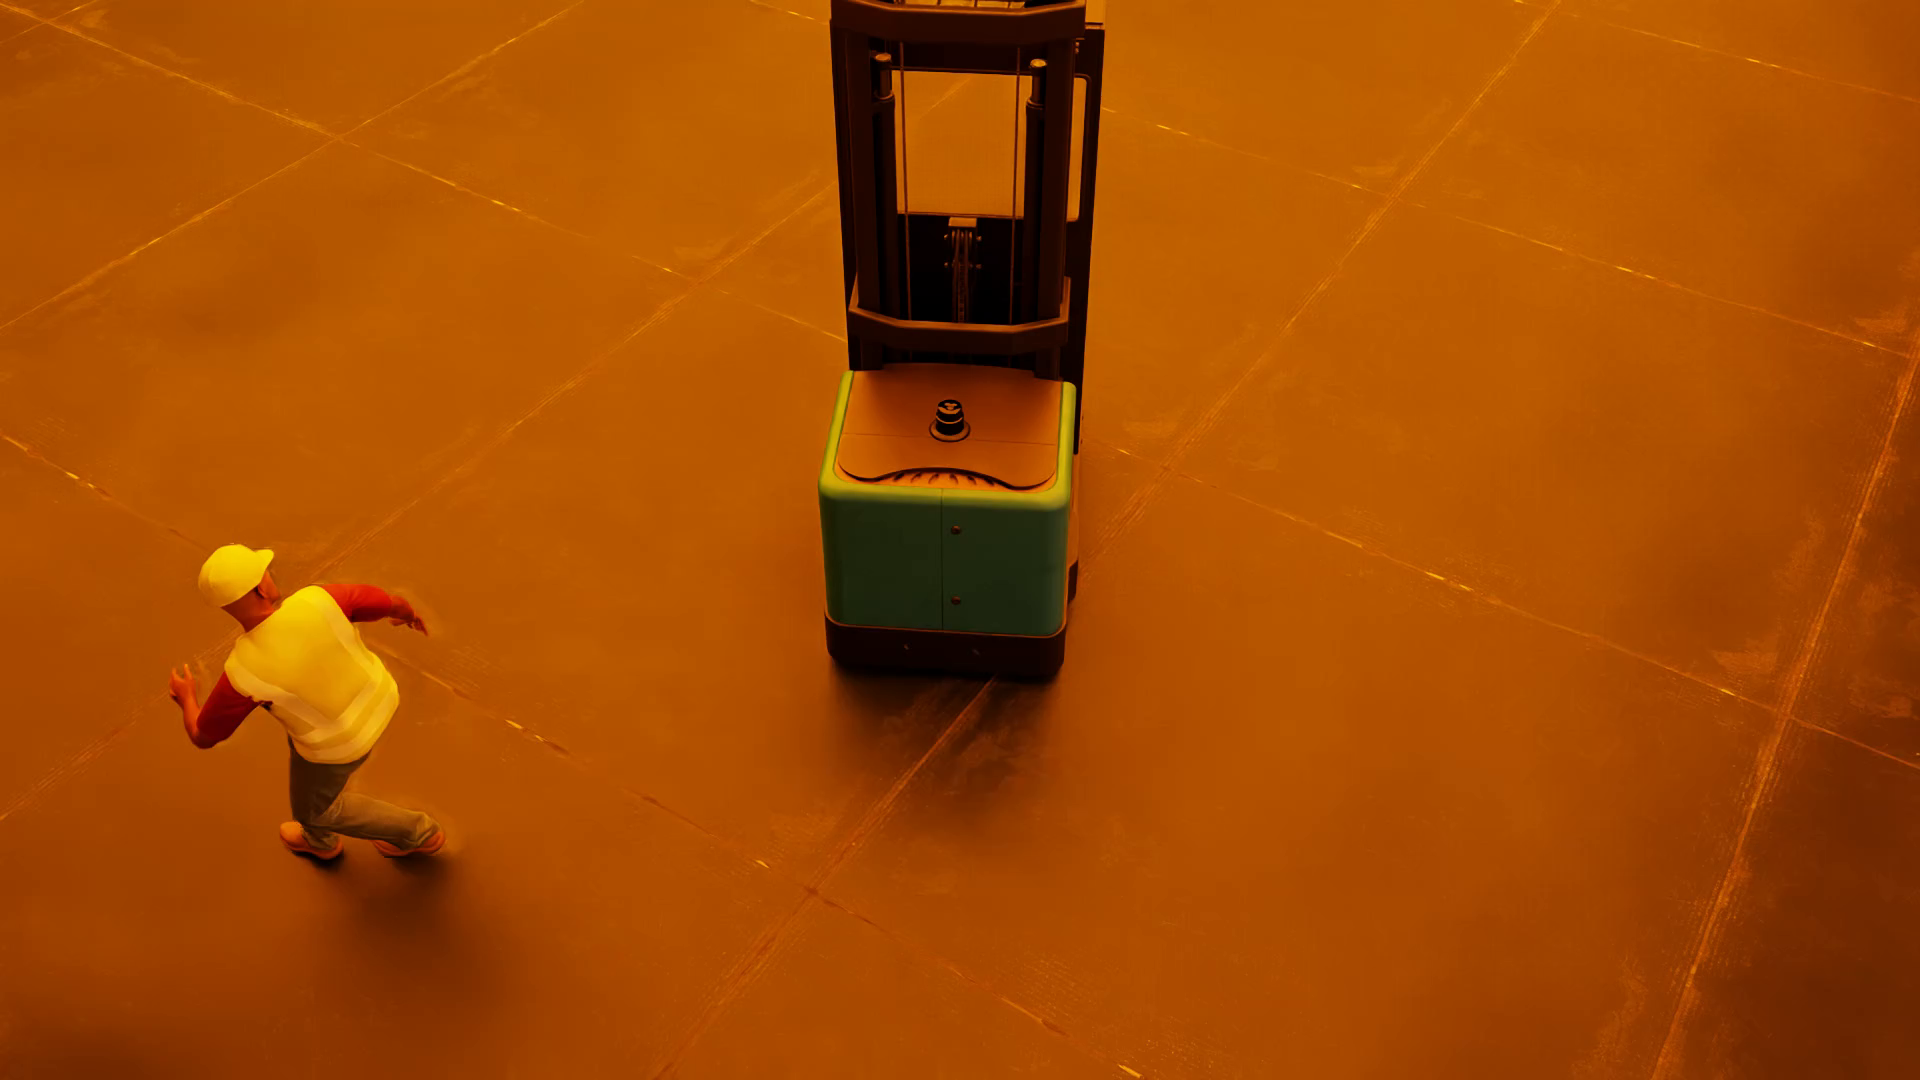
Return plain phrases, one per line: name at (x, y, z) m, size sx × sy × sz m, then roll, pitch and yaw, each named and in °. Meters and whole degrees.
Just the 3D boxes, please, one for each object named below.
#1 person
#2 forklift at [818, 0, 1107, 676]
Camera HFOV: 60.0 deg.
person at (-2.429, 0.565, 6.212) m, size 0.852 × 1.627 × 0.913 m, roll 13°, pitch 45°, yaw 14°
forklift at (0.051, -1.482, 7.412) m, size 1.130 × 2.935 × 3.031 m, roll 3°, pitch 44°, yaw 3°
